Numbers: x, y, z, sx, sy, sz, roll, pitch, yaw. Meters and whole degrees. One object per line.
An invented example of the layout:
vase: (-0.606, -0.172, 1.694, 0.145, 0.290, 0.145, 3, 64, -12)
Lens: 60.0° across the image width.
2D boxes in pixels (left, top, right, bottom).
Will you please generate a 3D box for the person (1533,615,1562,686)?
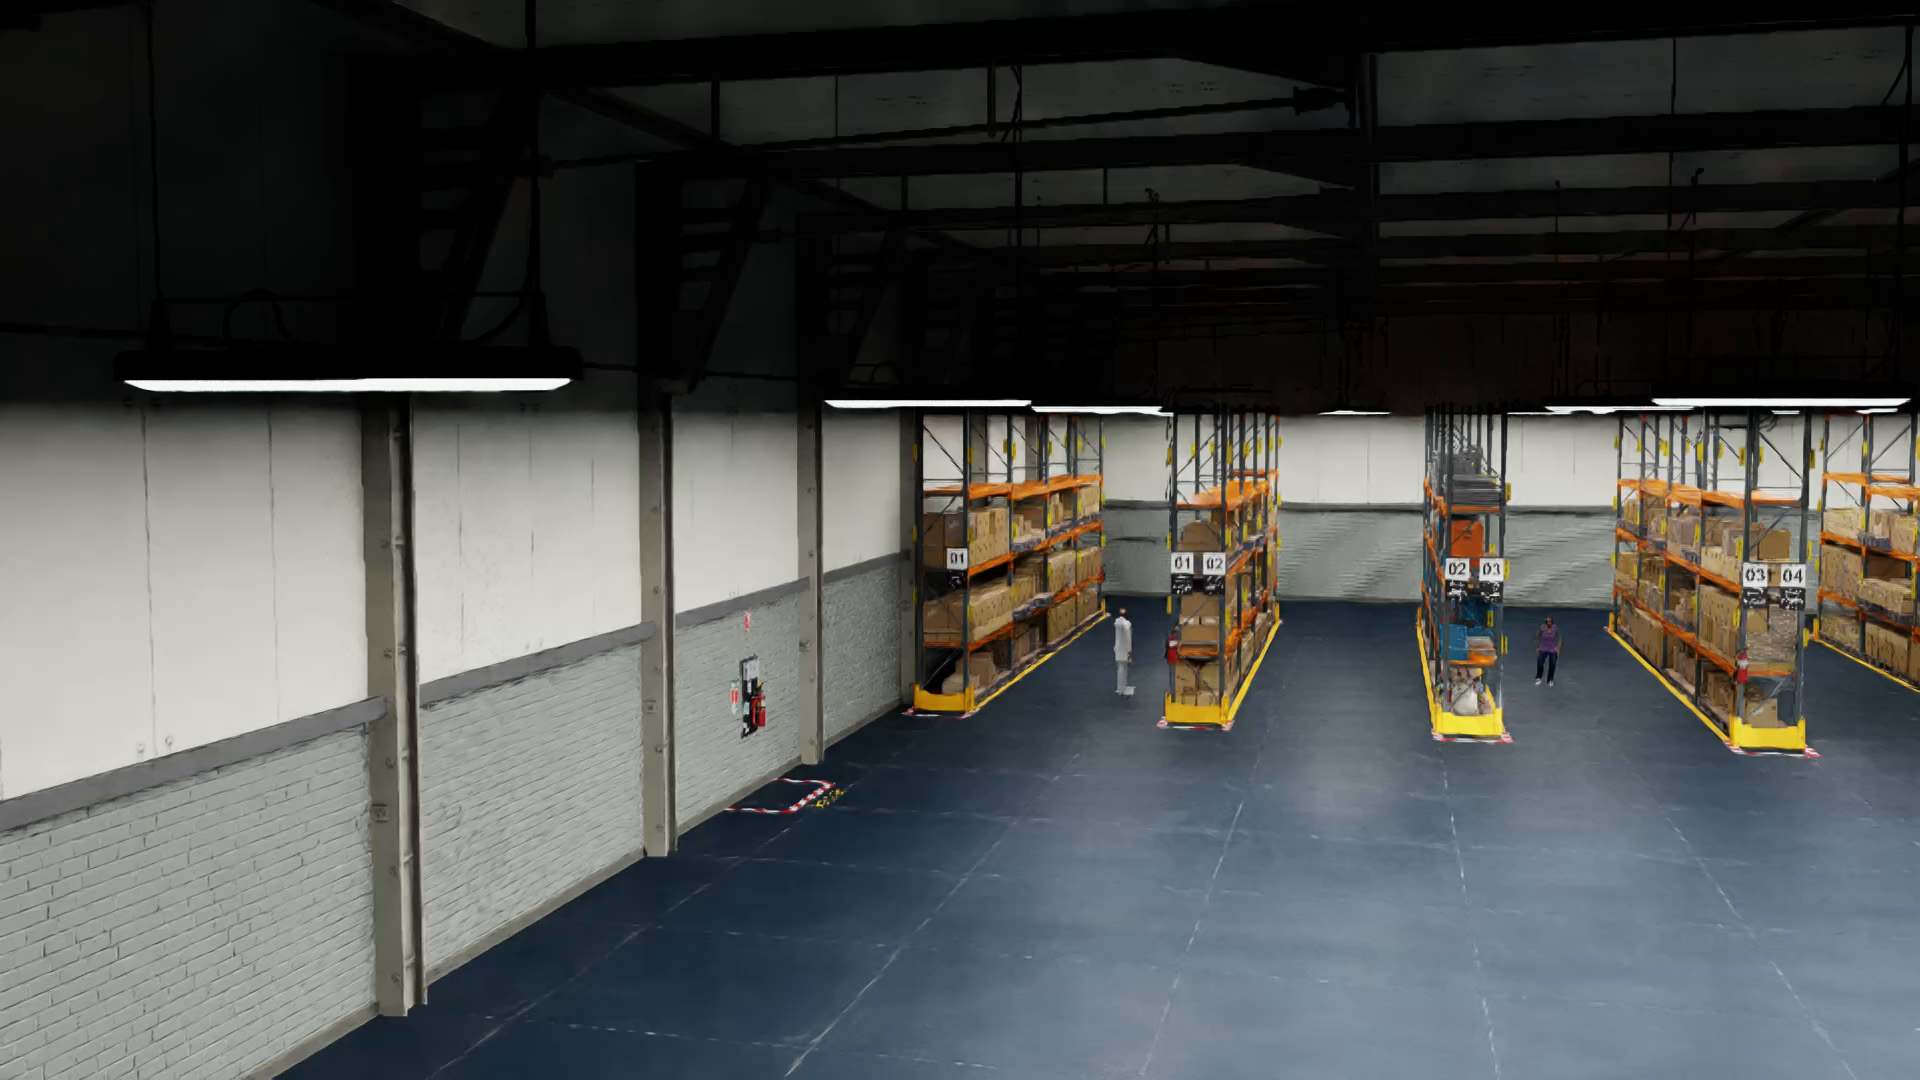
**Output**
person: (12.494, 2.347, 35.383, 0.566, 1.541, 0.519, 1, 4, 12)

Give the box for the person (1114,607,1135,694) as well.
person: (3.438, 2.273, 34.444, 0.495, 1.788, 0.640, -1, 4, -17)
